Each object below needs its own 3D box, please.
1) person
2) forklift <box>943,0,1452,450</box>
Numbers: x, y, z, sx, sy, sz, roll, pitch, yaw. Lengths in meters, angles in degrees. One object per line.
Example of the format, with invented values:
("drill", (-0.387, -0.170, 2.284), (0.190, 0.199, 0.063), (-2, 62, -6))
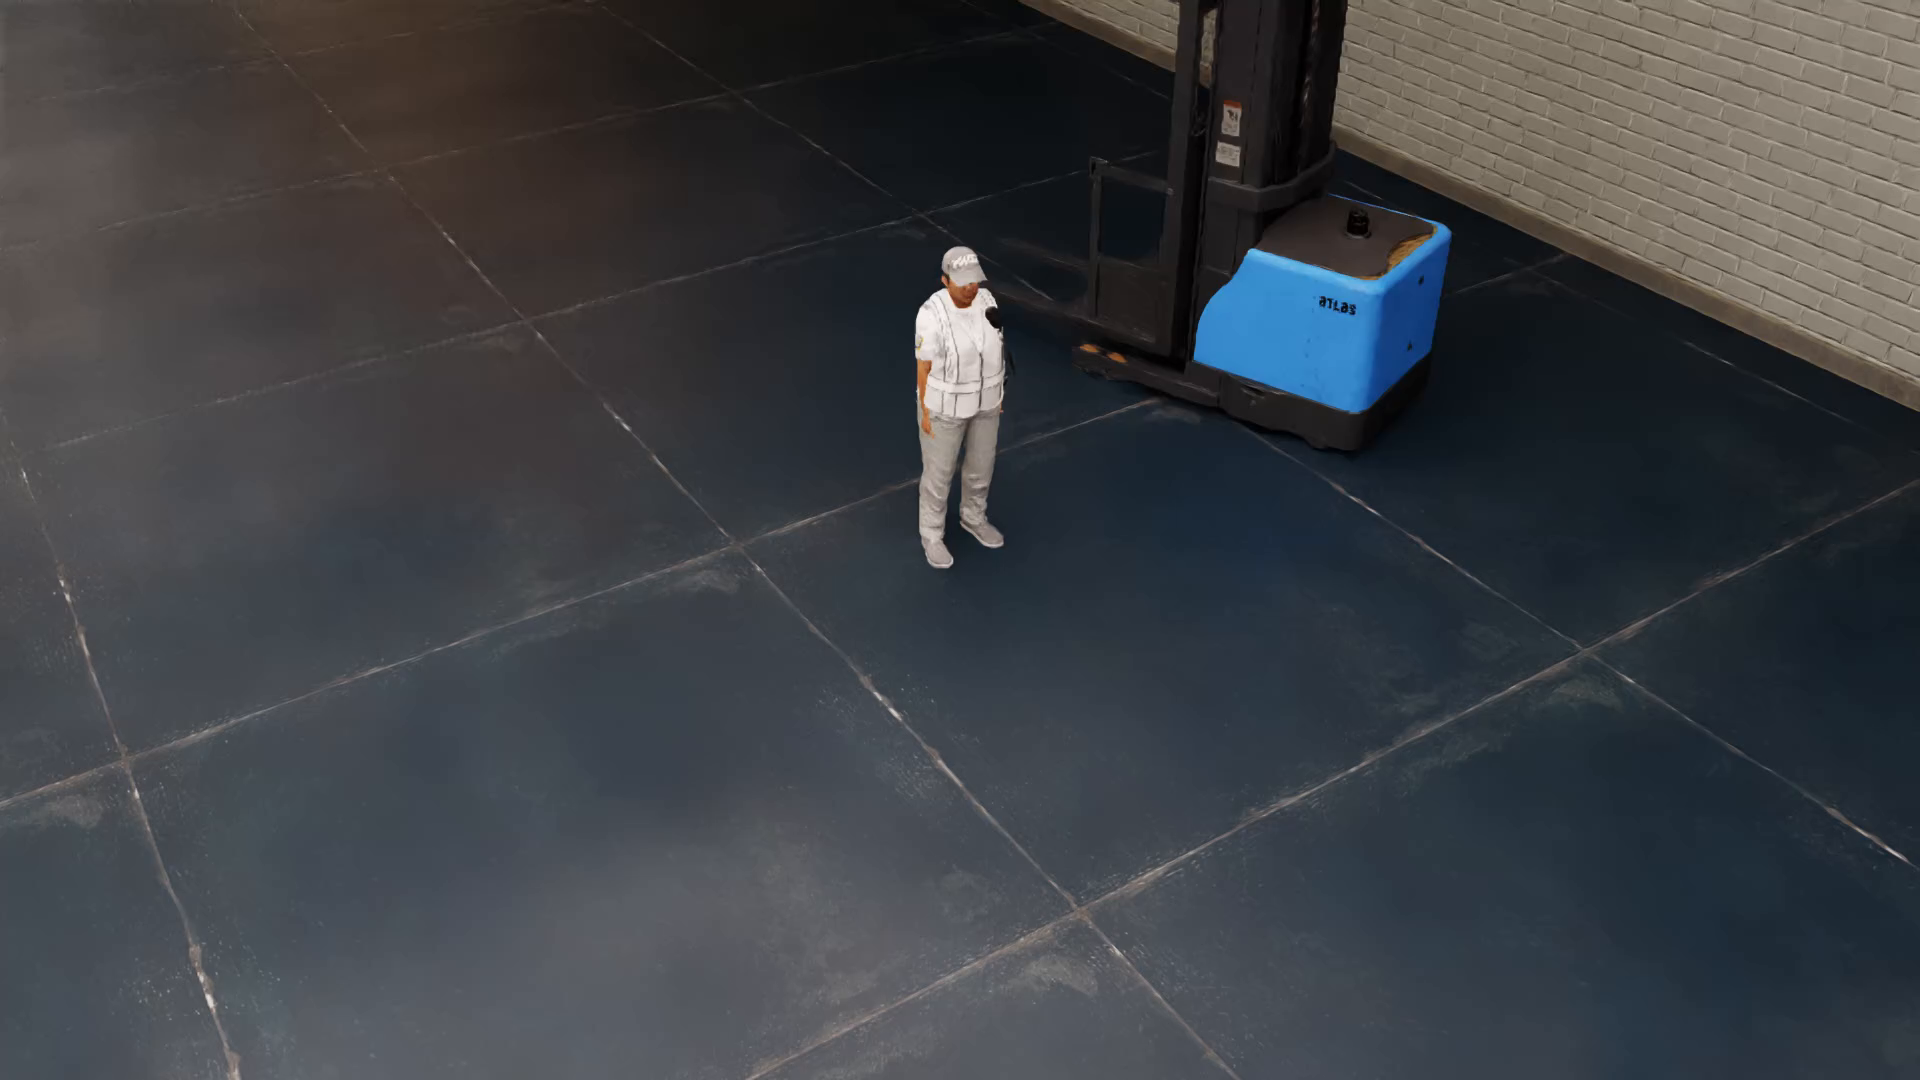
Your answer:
("person", (0.003, -0.668, 8.204), (0.480, 1.669, 0.388), (-21, 40, -27))
("forklift", (1.299, -2.380, 9.534), (3.031, 2.935, 1.130), (23, 41, 29))
